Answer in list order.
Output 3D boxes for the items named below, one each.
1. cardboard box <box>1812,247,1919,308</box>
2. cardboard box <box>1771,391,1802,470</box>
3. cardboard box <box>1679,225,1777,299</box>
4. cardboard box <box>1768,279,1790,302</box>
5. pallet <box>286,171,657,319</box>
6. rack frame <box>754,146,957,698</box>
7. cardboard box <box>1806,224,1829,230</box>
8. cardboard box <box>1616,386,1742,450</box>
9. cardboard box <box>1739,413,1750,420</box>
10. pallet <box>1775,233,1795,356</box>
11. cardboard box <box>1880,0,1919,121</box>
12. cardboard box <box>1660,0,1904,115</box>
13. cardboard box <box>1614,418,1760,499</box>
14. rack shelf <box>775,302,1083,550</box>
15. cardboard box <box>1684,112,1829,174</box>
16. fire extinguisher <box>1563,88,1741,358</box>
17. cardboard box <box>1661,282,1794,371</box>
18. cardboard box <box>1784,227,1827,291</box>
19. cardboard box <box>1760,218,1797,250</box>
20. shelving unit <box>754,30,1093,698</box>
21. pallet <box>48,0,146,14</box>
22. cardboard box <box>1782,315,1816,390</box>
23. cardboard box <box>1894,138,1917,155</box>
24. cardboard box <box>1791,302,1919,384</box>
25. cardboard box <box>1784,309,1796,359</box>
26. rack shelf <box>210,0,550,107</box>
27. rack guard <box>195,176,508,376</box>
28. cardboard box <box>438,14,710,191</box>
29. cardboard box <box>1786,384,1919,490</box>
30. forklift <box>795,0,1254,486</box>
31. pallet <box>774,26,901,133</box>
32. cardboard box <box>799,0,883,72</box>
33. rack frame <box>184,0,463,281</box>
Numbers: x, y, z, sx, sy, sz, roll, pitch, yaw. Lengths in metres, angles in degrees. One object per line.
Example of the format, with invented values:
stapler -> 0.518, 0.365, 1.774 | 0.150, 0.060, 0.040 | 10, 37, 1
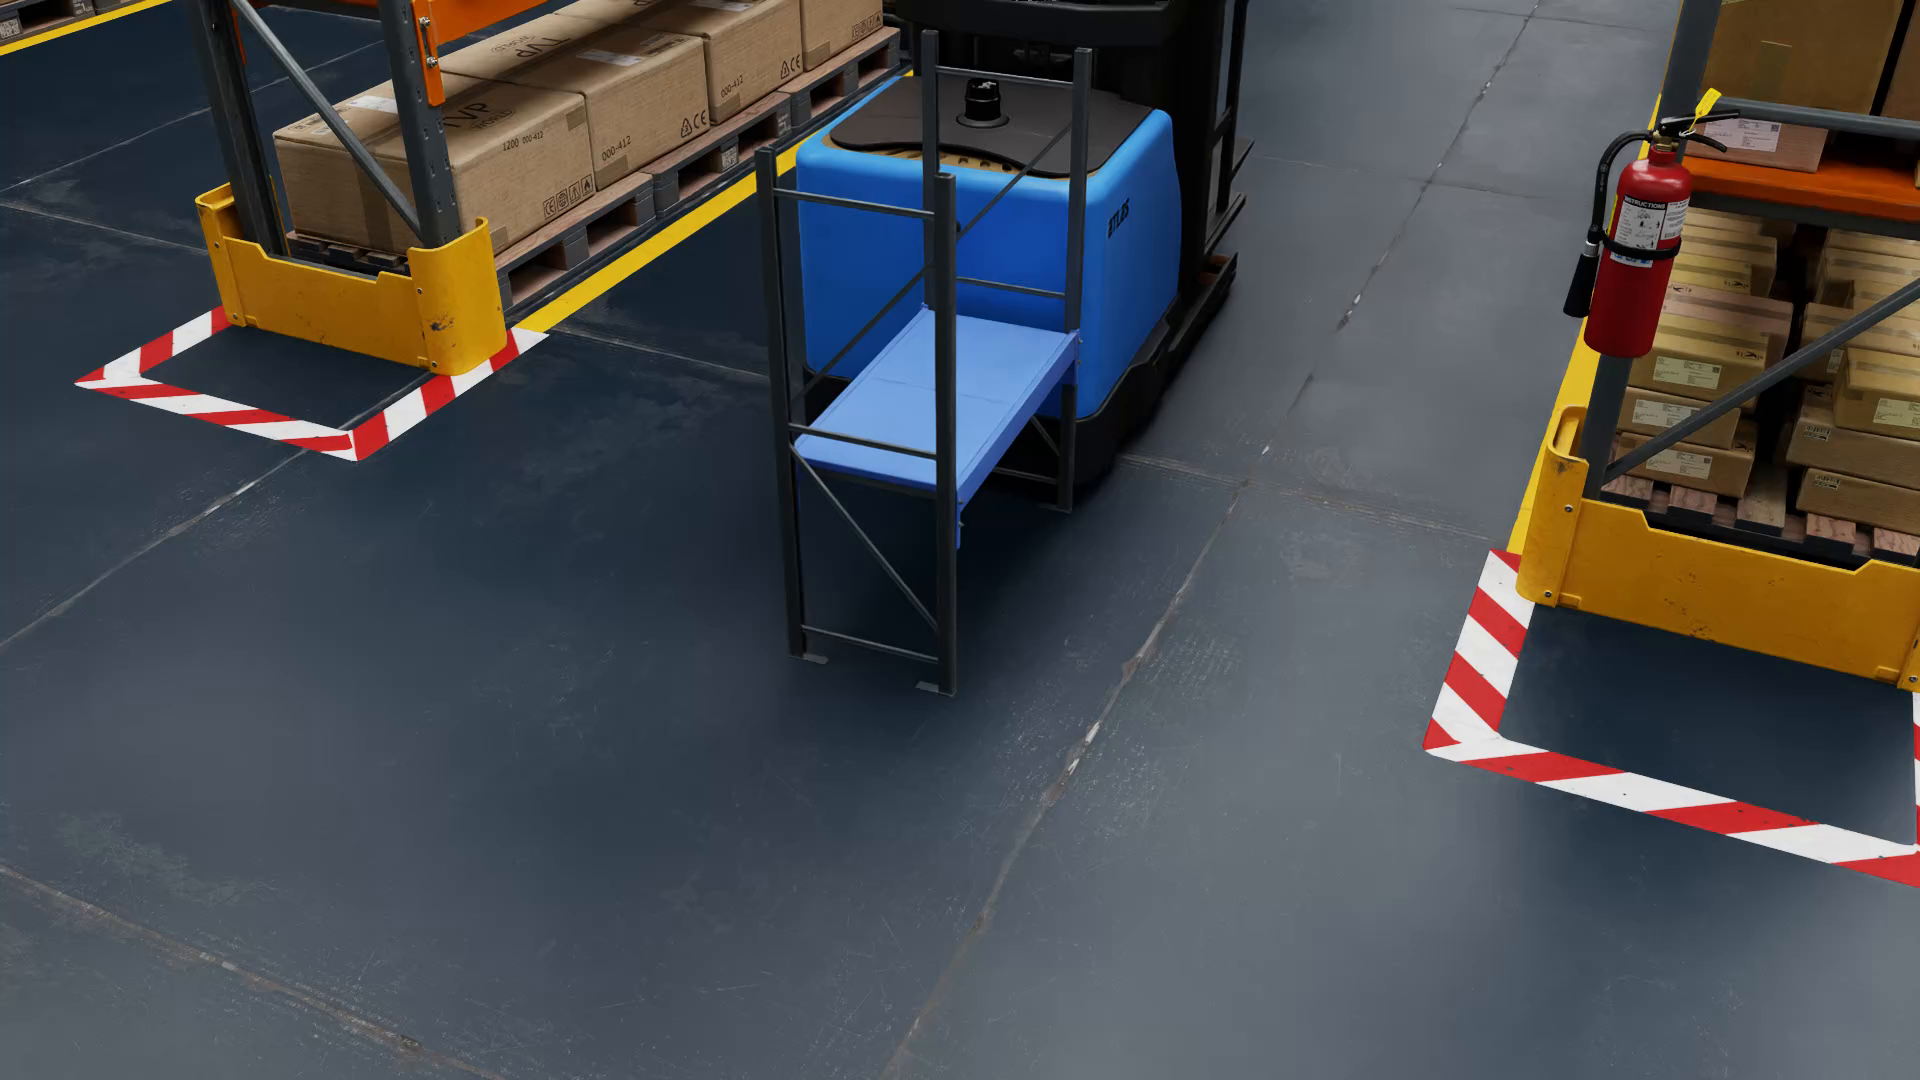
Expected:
cardboard box -> 3.012, -0.815, 5.432 | 0.380, 0.149, 0.250 | 12, 35, 18
cardboard box -> 2.772, -0.317, 5.214 | 0.380, 0.149, 0.250 | 14, 36, 20
cardboard box -> 2.535, -0.935, 5.615 | 0.380, 0.149, 0.250 | 13, 35, 19
cardboard box -> 2.611, -0.802, 5.683 | 0.380, 0.149, 0.250 | 14, 36, 20
pallet -> -2.047, -1.332, 7.089 | 1.003, 0.211, 1.213 | 14, 36, 20
rack frame -> -0.248, -0.248, 4.261 | 0.500, 1.500, 0.032 | 12, 35, 18
cardboard box -> 3.306, -1.219, 6.048 | 0.380, 0.149, 0.250 | 14, 36, 21
cardboard box -> 2.189, -0.433, 5.120 | 0.380, 0.149, 0.250 | 13, 36, 19
cardboard box -> 2.463, -0.553, 5.575 | 0.380, 0.149, 0.250 | 14, 36, 20
pallet -> 3.143, -0.870, 6.384 | 1.003, 0.211, 1.213 | 14, 36, 20
cardboard box -> 2.666, -1.323, 4.169 | 0.500, 0.500, 0.500 | 16, 36, 23
cardboard box -> 2.182, -1.446, 4.357 | 0.500, 0.500, 0.500 | 15, 36, 21
cardboard box -> 2.258, -0.290, 5.173 | 0.380, 0.149, 0.250 | 15, 36, 21
rack shelf -> -0.060, -0.357, 4.755 | 0.538, 0.185, 1.000 | 12, 35, 18
cardboard box -> 2.107, -1.119, 4.450 | 0.380, 0.149, 0.250 | 14, 36, 21
fire extinguisher -> 1.703, -0.789, 4.128 | 0.296, 0.674, 0.183 | 14, 36, 20
cardboard box -> 2.376, -0.662, 5.199 | 0.380, 0.149, 0.250 | 15, 36, 21
cardboard box -> 3.174, -0.973, 5.945 | 0.380, 0.149, 0.250 | 16, 37, 23
cardboard box -> 2.808, -1.187, 6.000 | 0.380, 0.149, 0.250 | 13, 35, 19
shelving unit -> -0.060, -0.508, 4.656 | 0.538, 1.500, 1.048 | 12, 35, 18
pallet -> -5.436, -3.703, 10.705 | 1.003, 0.211, 1.213 | 14, 36, 20
cardboard box -> 2.868, -0.572, 5.332 | 0.380, 0.149, 0.250 | 15, 36, 21
cardboard box -> 2.730, -1.114, 4.442 | 0.380, 0.149, 0.250 | 15, 36, 22
cardboard box -> 2.761, -0.577, 5.068 | 0.380, 0.149, 0.250 | 15, 36, 21
cardboard box -> 3.097, -0.693, 5.788 | 0.380, 0.149, 0.250 | 14, 36, 21
rack shelf -> -1.474, -2.777, 7.406 | 1.077, 0.370, 4.000 | 14, 36, 20
rack guard -> -2.321, -1.024, 6.356 | 1.175, 0.500, 0.348 | 14, 36, 20
cardboard box -> -1.750, -1.995, 7.511 | 0.875, 0.438, 0.875 | 15, 36, 22
cardboard box -> 2.680, -0.306, 4.927 | 0.380, 0.149, 0.250 | 16, 36, 22
forklift -> 0.483, -2.199, 5.931 | 1.130, 2.935, 3.031 | 12, 35, 18
pallet -> -1.027, -2.547, 8.942 | 1.003, 0.211, 1.213 | 14, 36, 20
cardboard box -> -0.998, -2.890, 8.876 | 0.875, 0.438, 0.875 | 14, 36, 20
rack frame -> -2.311, -2.082, 5.689 | 1.000, 3.000, 0.127 | 14, 36, 20
